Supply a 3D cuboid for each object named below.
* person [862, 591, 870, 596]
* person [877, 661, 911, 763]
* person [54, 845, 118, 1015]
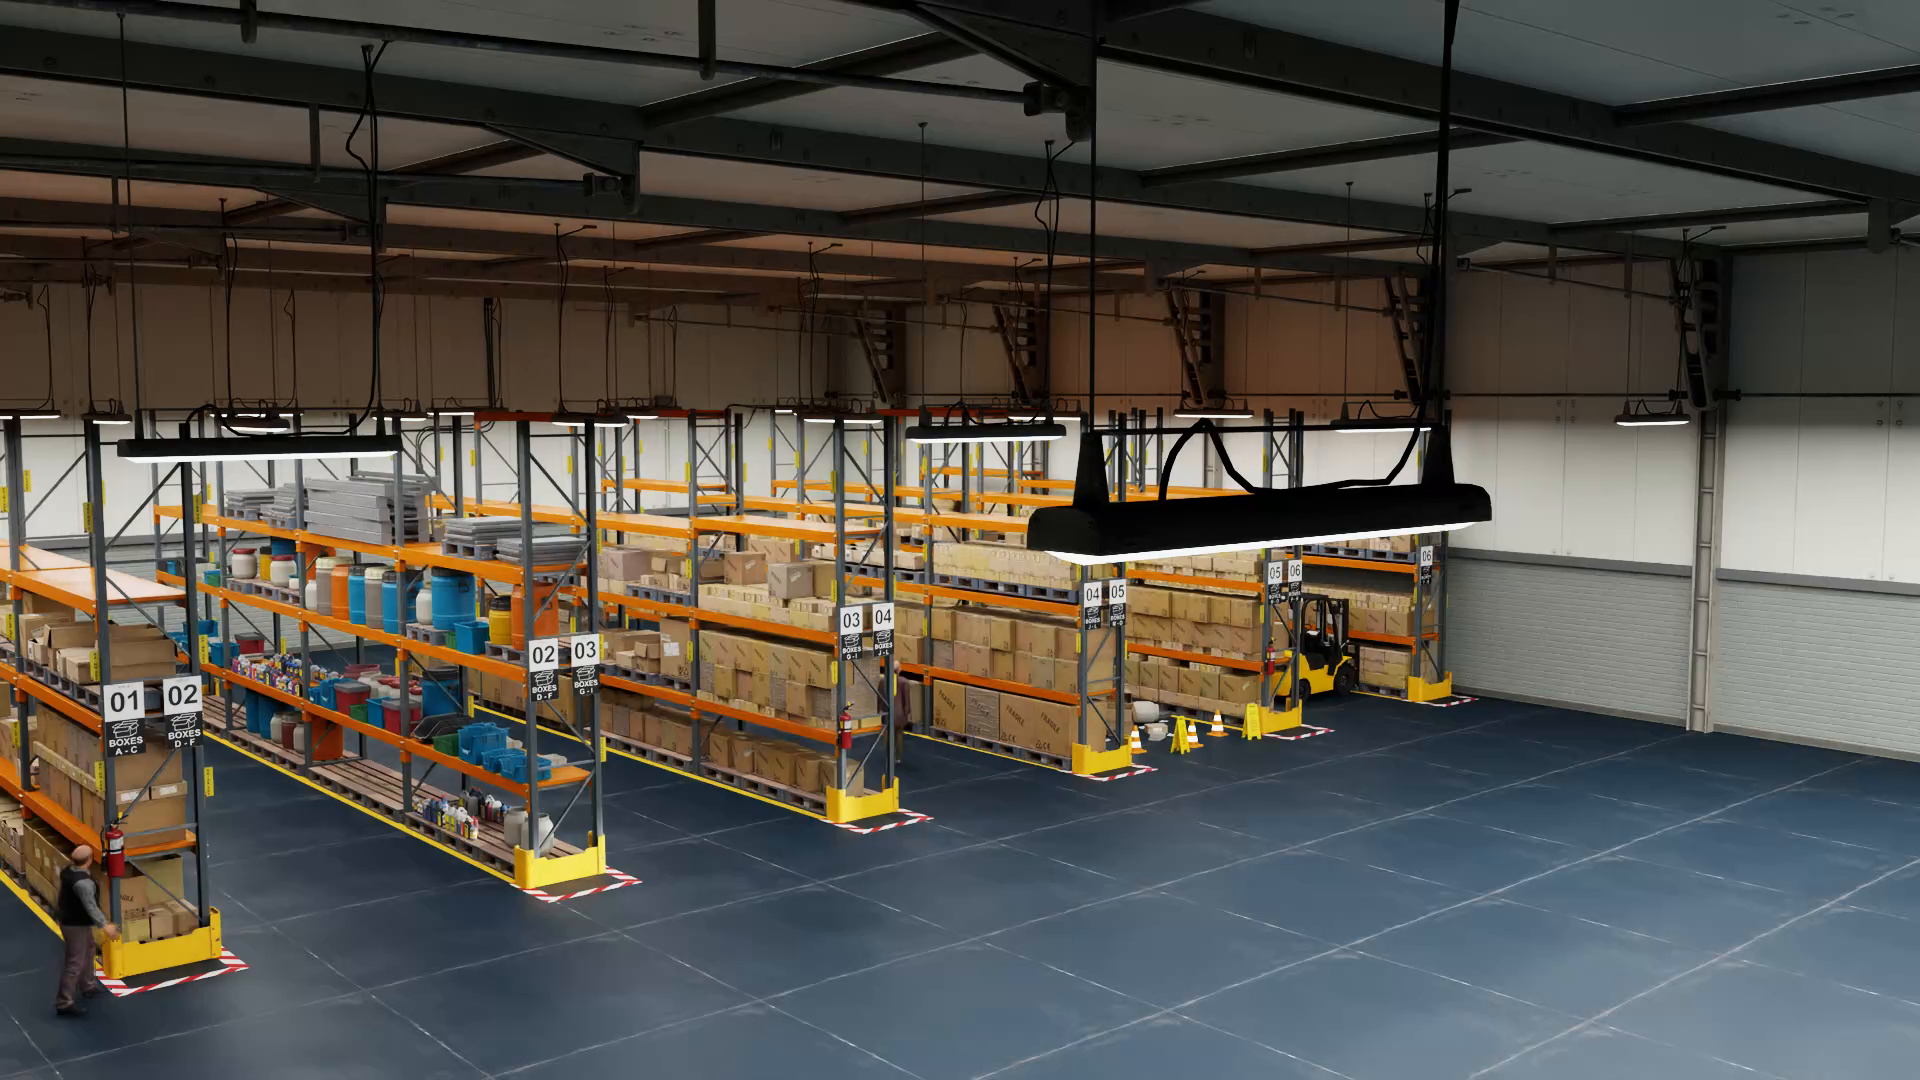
[{"bbox_3d":[-2.192,1.996,38.473,0.505,1.663,0.405,2,6,26],"label":"person"},{"bbox_3d":[-1.118,2.939,28.385,0.580,1.769,0.664,0,5,-5],"label":"person"},{"bbox_3d":[-9.077,3.989,17.173,0.595,1.731,0.675,-4,6,-38],"label":"person"}]
